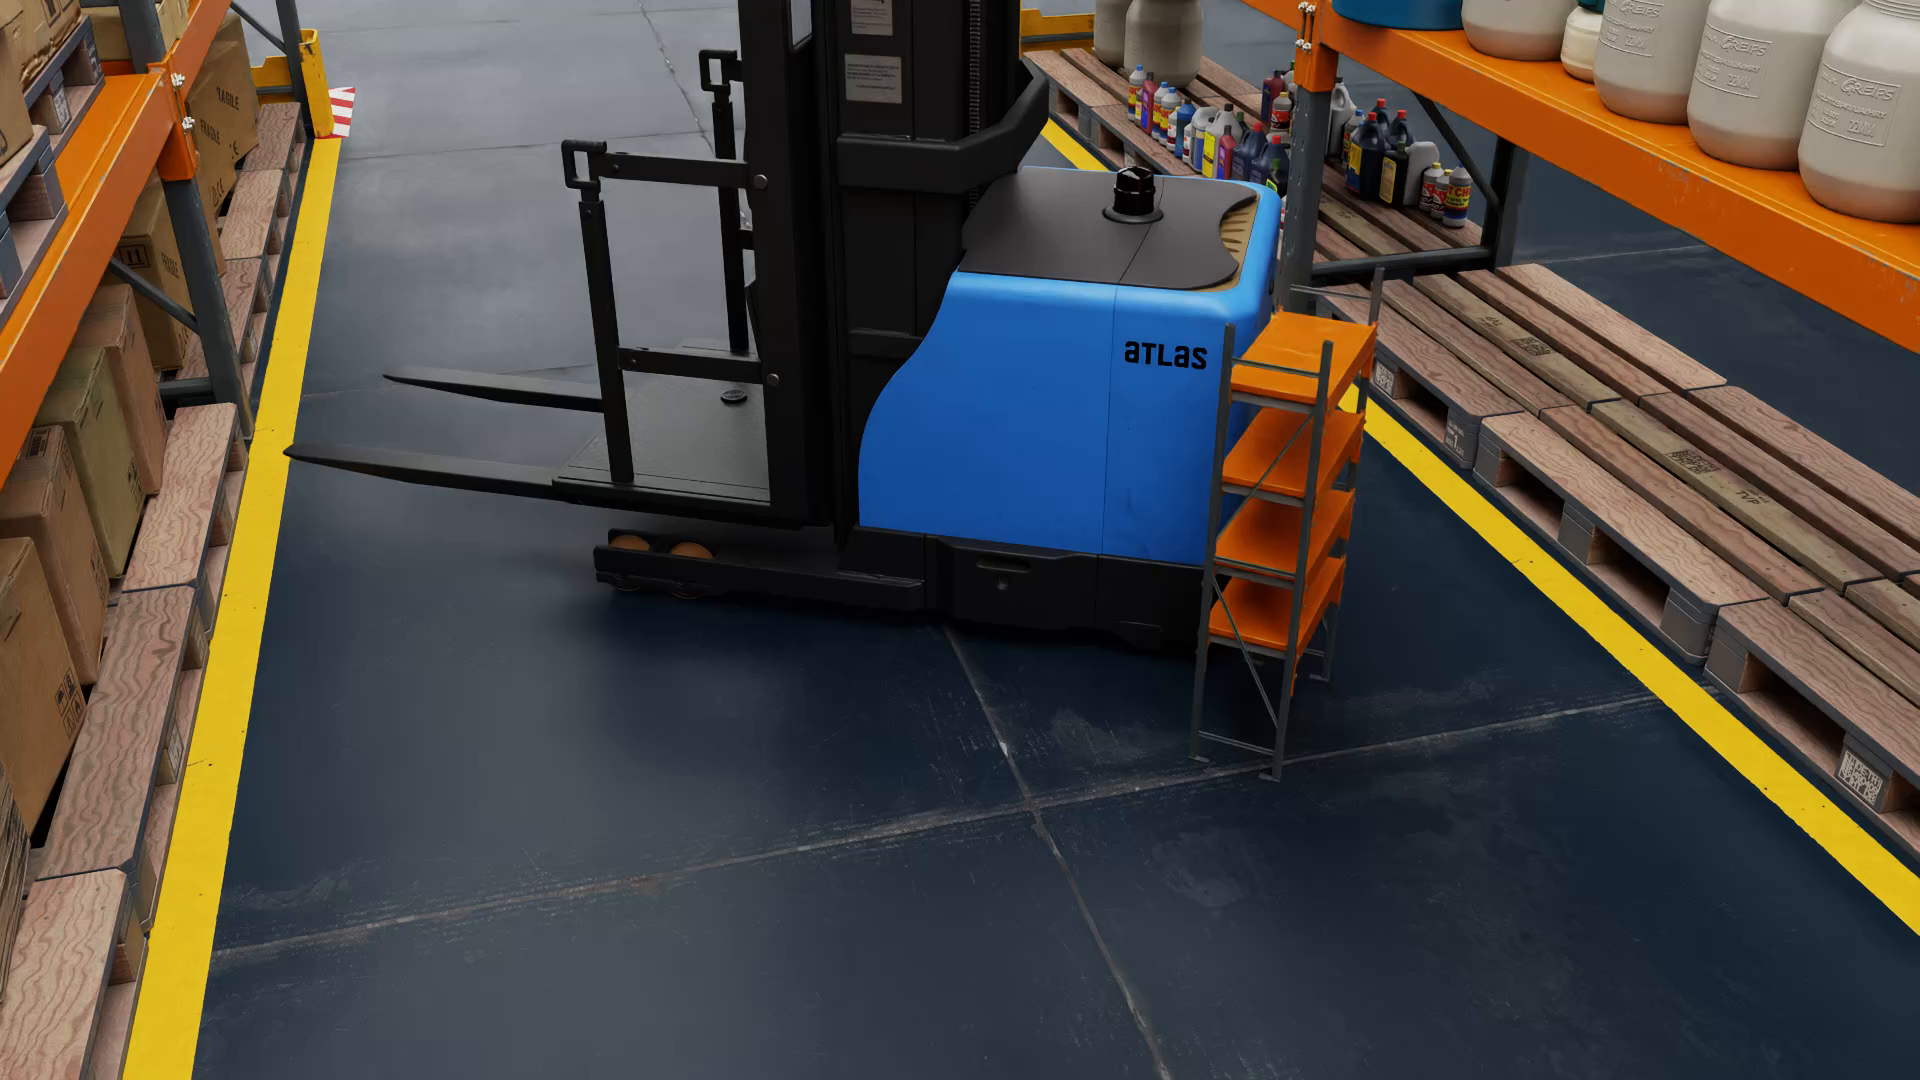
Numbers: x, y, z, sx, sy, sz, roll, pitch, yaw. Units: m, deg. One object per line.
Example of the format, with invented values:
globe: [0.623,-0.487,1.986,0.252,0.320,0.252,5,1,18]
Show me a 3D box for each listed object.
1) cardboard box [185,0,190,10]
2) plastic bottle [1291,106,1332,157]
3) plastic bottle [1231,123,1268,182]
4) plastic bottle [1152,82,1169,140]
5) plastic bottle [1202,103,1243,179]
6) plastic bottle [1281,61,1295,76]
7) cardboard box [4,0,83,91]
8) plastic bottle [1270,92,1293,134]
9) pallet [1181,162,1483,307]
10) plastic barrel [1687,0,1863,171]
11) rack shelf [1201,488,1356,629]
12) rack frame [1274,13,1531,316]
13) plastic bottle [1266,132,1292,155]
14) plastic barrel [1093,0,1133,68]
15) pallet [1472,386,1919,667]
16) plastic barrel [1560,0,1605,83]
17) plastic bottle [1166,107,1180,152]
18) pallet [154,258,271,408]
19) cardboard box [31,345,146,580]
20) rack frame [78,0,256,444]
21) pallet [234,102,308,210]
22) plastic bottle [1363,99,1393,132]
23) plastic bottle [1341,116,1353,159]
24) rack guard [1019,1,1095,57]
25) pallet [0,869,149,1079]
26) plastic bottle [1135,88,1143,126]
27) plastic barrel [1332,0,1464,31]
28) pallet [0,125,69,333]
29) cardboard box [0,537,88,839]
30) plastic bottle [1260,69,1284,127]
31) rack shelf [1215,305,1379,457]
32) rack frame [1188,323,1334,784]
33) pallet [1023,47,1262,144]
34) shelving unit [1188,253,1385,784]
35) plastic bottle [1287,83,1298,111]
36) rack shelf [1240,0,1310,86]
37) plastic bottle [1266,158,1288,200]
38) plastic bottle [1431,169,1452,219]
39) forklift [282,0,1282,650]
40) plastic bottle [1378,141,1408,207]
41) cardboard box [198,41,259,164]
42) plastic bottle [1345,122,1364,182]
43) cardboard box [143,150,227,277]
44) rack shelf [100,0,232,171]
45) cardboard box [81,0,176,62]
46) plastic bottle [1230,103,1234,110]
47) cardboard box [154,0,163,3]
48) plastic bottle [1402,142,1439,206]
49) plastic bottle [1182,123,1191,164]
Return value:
cardboard box: [-2.898,-1.878,5.751,0.380,0.149,0.250,-8,31,-13]
plastic bottle: [1.678,-1.983,7.962,0.152,0.276,0.135,-8,31,-13]
plastic bottle: [1.292,-1.671,7.348,0.144,0.351,0.185,-9,31,-16]
plastic bottle: [1.002,-2.121,8.204,0.097,0.271,0.097,0,30,0]
plastic bottle: [1.206,-1.827,7.618,0.144,0.351,0.185,-8,31,-14]
plastic bottle: [1.689,-2.326,8.546,0.061,0.283,0.133,-7,31,-12]
cardboard box: [-2.908,-1.642,4.075,1.000,1.000,1.000,-8,31,-13]
plastic bottle: [1.602,-2.126,8.284,0.097,0.201,0.097,0,30,0]
pallet: [1.653,-1.385,7.432,1.003,0.211,1.213,-8,31,-13]
plastic barrel: [2.144,-1.266,4.308,0.433,0.535,0.433,0,30,0]
rack shelf: [0.802,0.014,4.163,0.258,0.148,0.480,13,33,22]
rack frame: [1.791,-2.262,6.164,1.000,3.000,0.127,-8,31,-13]
plastic bottle: [1.428,-1.671,7.422,0.152,0.276,0.135,-8,31,-13]
plastic barrel: [0.978,-2.991,9.488,0.421,0.512,0.421,0,30,0]
pallet: [2.365,-0.091,5.196,1.003,0.211,1.213,-8,31,-13]
plastic barrel: [1.995,-1.542,5.058,0.301,0.262,0.301,0,30,0]
plastic bottle: [1.054,-1.994,8.055,0.097,0.201,0.097,0,30,0]
pallet: [-3.196,-0.716,6.277,1.003,0.211,1.213,-8,31,-13]
cardboard box: [-2.733,-0.180,4.622,0.700,0.500,0.500,-8,31,-14]
rack frame: [-2.984,-1.603,5.026,1.000,3.000,0.127,-8,31,-13]
pallet: [-3.844,-1.895,8.313,1.003,0.211,1.213,-8,31,-13]
plastic bottle: [1.927,-1.842,7.643,0.144,0.351,0.185,-9,31,-15]
plastic bottle: [1.875,-1.917,7.922,0.097,0.201,0.097,0,30,0]
rack guard: [0.795,-3.082,10.075,1.175,0.500,0.348,-8,31,-13]
pallet: [-2.128,1.158,3.039,1.003,0.211,1.213,-8,31,-13]
plastic bottle: [0.938,-2.206,8.421,0.097,0.201,0.097,0,30,0]
plastic barrel: [1.602,-2.252,5.646,0.600,0.901,0.708,-8,31,-13]
pallet: [-2.487,-0.539,3.378,1.003,0.211,1.213,-8,31,-13]
cardboard box: [-2.436,0.360,3.690,0.700,0.500,0.500,-5,30,-9]
plastic bottle: [1.578,-2.240,8.398,0.061,0.283,0.133,-8,31,-13]
rack shelf: [0.802,-0.384,3.932,0.258,0.148,0.480,13,33,22]
rack frame: [0.698,0.066,3.938,0.240,1.200,0.015,13,33,22]
pallet: [1.006,-2.563,9.468,1.003,0.211,1.213,-8,31,-13]
shelving unit: [0.802,-0.044,4.129,0.258,1.200,0.503,13,33,22]
plastic bottle: [1.717,-2.184,8.309,0.152,0.276,0.135,-9,31,-15]
rack shelf: [1.261,-2.917,8.013,1.077,0.370,4.000,-8,31,-13]
plastic bottle: [1.346,-1.465,7.059,0.061,0.283,0.133,-6,31,-11]
plastic bottle: [2.103,-1.502,7.206,0.097,0.201,0.097,0,30,0]
forklift: [-0.607,-1.341,4.641,3.031,2.935,1.130,7,31,12]
plastic bottle: [1.915,-1.627,7.339,0.061,0.283,0.133,-8,31,-13]
cardboard box: [-3.704,-2.047,7.869,0.500,0.500,0.500,0,30,0]
plastic bottle: [1.822,-1.770,7.599,0.097,0.271,0.097,0,30,0]
cardboard box: [-3.211,-1.177,6.366,0.500,0.500,0.500,2,30,3]
rack shelf: [-3.515,-2.258,6.875,1.077,0.370,4.000,-8,31,-13]
cardboard box: [-2.751,-1.638,5.337,0.380,0.149,0.250,-8,31,-13]
plastic bottle: [1.269,-1.892,7.796,0.061,0.283,0.133,-8,31,-13]
cardboard box: [-3.044,-2.001,5.316,0.875,0.500,0.500,-8,31,-13]
plastic bottle: [2.017,-1.638,7.366,0.152,0.276,0.135,-7,31,-11]
plastic bottle: [1.109,-1.895,7.884,0.097,0.201,0.097,0,30,0]
